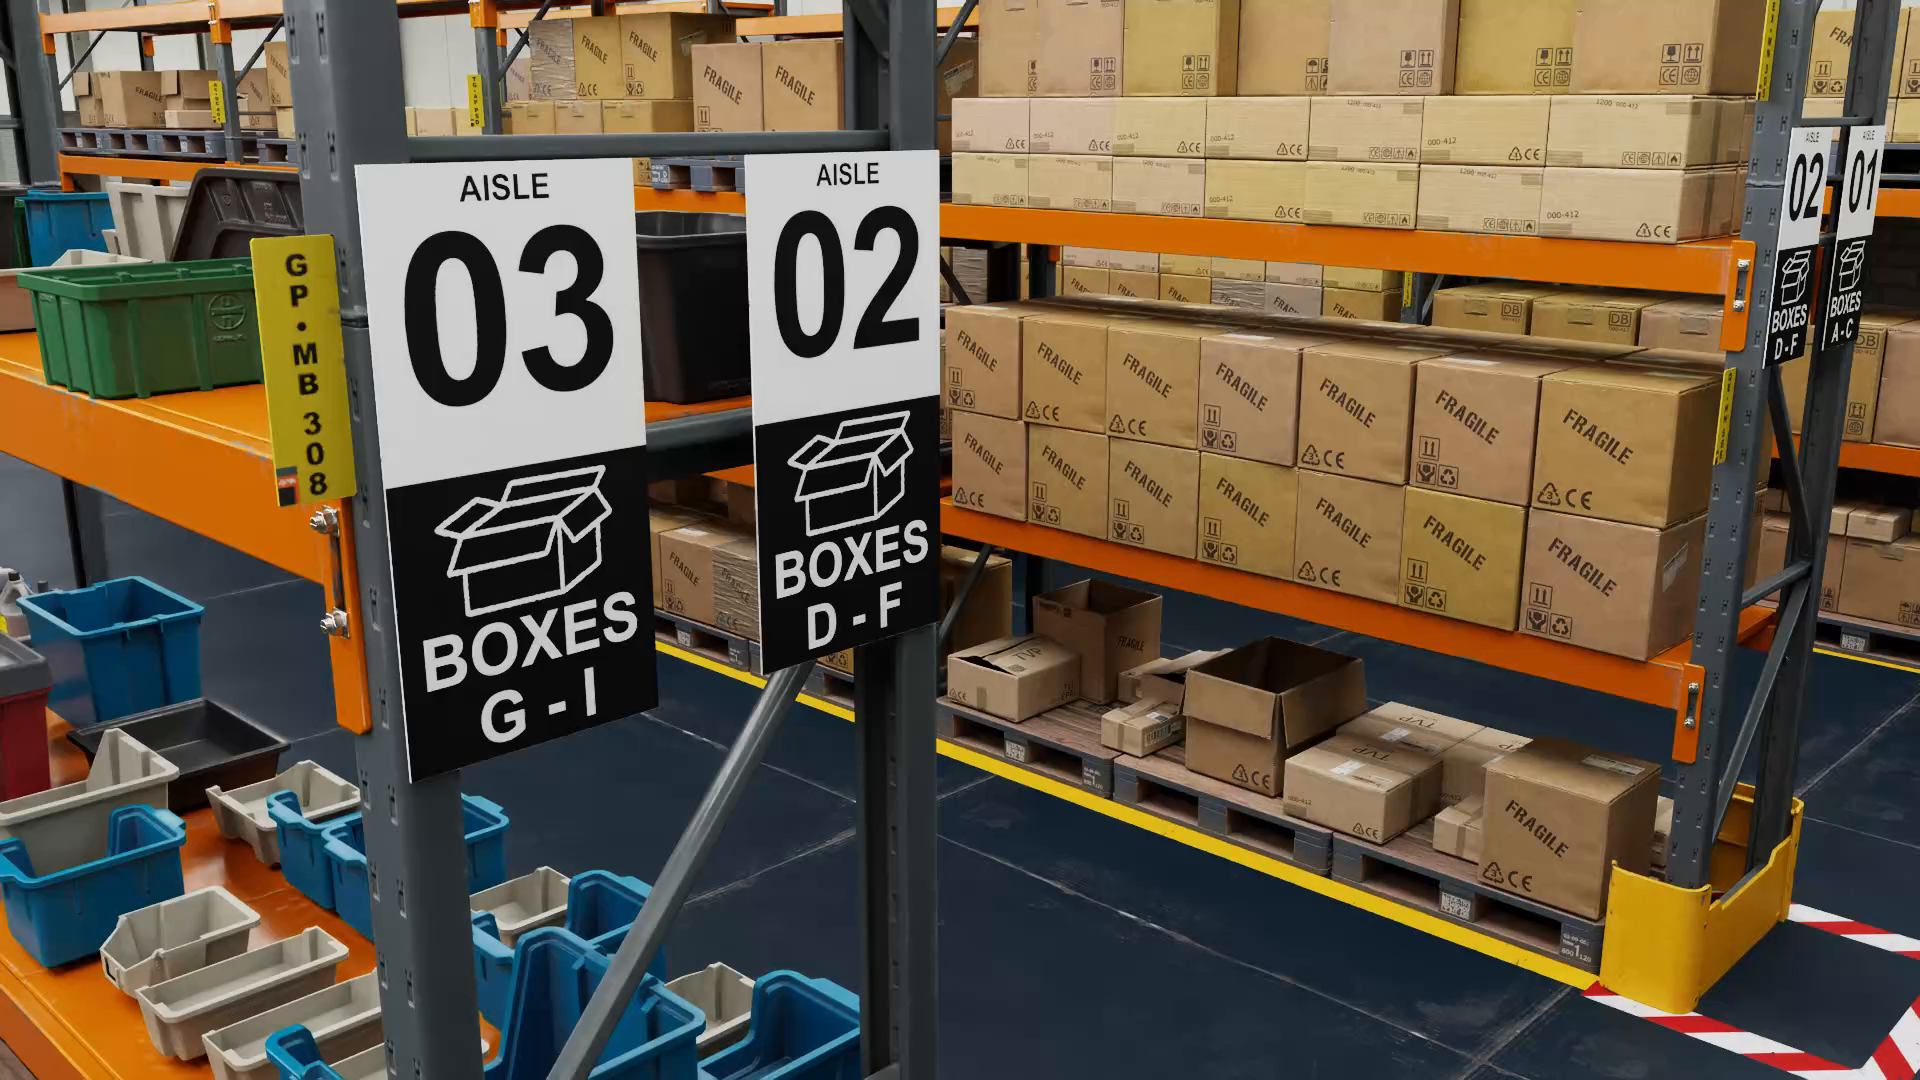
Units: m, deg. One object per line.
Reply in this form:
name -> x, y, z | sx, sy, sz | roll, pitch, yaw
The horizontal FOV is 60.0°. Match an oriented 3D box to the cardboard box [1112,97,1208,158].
cardboard box -> 1.023, -1.820, 7.324 | 0.500, 0.250, 0.500 | 14, 20, 42

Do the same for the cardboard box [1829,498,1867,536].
cardboard box -> 5.471, -0.151, 10.402 | 0.380, 0.149, 0.250 | -14, 20, -43

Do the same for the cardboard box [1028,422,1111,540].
cardboard box -> 0.681, -0.327, 8.038 | 0.500, 0.500, 0.500 | 14, 20, 43

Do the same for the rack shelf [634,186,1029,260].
rack shelf -> -1.308, -1.959, 9.980 | 4.000, 0.370, 1.077 | 14, 20, 42

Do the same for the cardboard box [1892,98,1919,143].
cardboard box -> 5.736, -2.416, 9.573 | 0.500, 0.250, 0.500 | -14, 20, -42

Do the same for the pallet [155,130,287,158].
pallet -> -6.259, -3.459, 14.486 | 1.213, 0.211, 1.003 | 14, 20, 42

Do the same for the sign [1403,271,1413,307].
sign -> 3.198, -1.827, 11.857 | 0.005, 0.325, 0.100 | 14, 20, 42

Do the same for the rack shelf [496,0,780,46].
rack shelf -> -3.631, -5.709, 18.429 | 4.000, 0.370, 1.077 | 14, 20, 42

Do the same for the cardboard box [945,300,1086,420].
cardboard box -> 0.276, -0.905, 8.273 | 0.500, 0.500, 0.500 | -14, 20, -43

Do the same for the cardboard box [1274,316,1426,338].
cardboard box -> 1.771, -0.731, 7.607 | 0.500, 0.500, 0.500 | 13, 20, 42

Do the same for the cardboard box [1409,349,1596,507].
cardboard box -> 2.136, -0.454, 6.545 | 0.500, 0.500, 0.500 | -14, 20, -43

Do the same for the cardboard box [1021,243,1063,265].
cardboard box -> 0.857, -2.539, 14.413 | 0.500, 0.250, 0.500 | -14, 20, -43

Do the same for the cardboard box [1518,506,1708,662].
cardboard box -> 2.500, 0.117, 6.336 | 0.500, 0.500, 0.500 | -14, 20, -42

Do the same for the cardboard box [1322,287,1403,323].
cardboard box -> 3.061, -1.643, 12.459 | 0.500, 0.500, 0.500 | 13, 20, 41

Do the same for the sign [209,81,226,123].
sign -> -6.011, -3.545, 13.457 | 0.005, 0.325, 0.100 | 14, 20, 42

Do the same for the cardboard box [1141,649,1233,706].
cardboard box -> 1.279, 0.762, 8.519 | 0.500, 0.311, 0.500 | 14, 20, 42

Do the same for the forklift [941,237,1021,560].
forklift -> -0.163, -1.267, 11.980 | 1.130, 2.935, 3.031 | 4, 15, 15

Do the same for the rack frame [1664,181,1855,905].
rack frame -> 3.012, 0.194, 6.238 | 0.127, 3.000, 1.000 | 14, 20, 42

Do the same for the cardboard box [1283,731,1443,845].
cardboard box -> 1.786, 1.090, 7.381 | 0.500, 0.250, 0.500 | 14, 20, 42

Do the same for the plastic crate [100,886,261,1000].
plastic crate -> -1.784, 0.935, 3.797 | 0.250, 0.136, 0.298 | 14, 20, 42

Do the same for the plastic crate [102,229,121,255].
plastic crate -> -2.129, -0.778, 4.542 | 0.466, 0.136, 0.293 | 14, 20, 42

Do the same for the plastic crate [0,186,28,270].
plastic crate -> -2.605, -0.729, 4.089 | 0.590, 0.269, 0.497 | 14, 20, 42

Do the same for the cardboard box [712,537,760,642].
cardboard box -> -1.133, 0.281, 9.991 | 0.500, 0.500, 0.500 | 14, 20, 43

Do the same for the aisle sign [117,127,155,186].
aisle sign -> -8.350, -3.929, 16.905 | 0.004, 0.787, 0.394 | 14, 20, 42

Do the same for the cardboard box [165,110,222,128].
cardboard box -> -6.685, -3.668, 14.500 | 0.250, 0.149, 0.380 | 14, 20, 42

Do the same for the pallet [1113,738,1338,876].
pallet -> 1.508, 1.178, 7.994 | 1.213, 0.211, 1.003 | 14, 20, 42

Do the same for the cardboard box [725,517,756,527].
cardboard box -> -1.157, 0.093, 10.710 | 0.500, 0.500, 0.500 | 13, 19, 40

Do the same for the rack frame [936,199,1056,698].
rack frame -> 0.132, -0.506, 8.924 | 0.127, 3.000, 1.000 | 14, 20, 42

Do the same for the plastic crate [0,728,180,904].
plastic crate -> -2.337, 0.722, 4.330 | 0.530, 0.282, 0.437 | 14, 20, 42

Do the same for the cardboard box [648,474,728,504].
cardboard box -> -1.868, -0.442, 11.277 | 0.500, 0.250, 0.500 | -14, 20, -42

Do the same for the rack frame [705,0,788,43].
rack frame -> -2.191, -5.709, 16.995 | 0.127, 3.000, 1.000 | 14, 20, 42

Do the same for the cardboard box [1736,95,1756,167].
cardboard box -> 2.822, -1.564, 6.342 | 0.500, 0.250, 0.500 | 14, 20, 42

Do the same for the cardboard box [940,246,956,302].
cardboard box -> -0.078, -2.540, 15.661 | 0.500, 0.500, 0.700 | 11, 18, 37

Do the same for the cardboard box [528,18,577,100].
cardboard box -> -2.438, -3.112, 10.797 | 0.500, 0.500, 0.500 | 14, 20, 42

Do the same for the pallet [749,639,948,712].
pallet -> -0.480, 0.708, 9.796 | 1.213, 0.211, 1.003 | 14, 20, 42

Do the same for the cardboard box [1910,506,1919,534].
cardboard box -> 6.103, -0.132, 10.327 | 0.250, 0.149, 0.380 | 14, 20, 43

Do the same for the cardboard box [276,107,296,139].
cardboard box -> -5.190, -3.379, 13.465 | 0.500, 0.250, 0.500 | -12, 19, -38

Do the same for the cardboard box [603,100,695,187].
cardboard box -> -1.668, -2.455, 10.259 | 0.500, 0.500, 0.910 | 14, 20, 42

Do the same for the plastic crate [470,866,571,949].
plastic crate -> -1.040, 0.898, 3.939 | 0.298, 0.136, 0.250 | 14, 20, 42

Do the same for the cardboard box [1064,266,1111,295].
cardboard box -> 1.231, -2.083, 14.149 | 0.500, 0.500, 0.500 | -14, 20, -42

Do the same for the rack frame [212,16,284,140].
rack frame -> -5.627, -4.809, 13.541 | 0.127, 3.000, 1.000 | 14, 20, 42

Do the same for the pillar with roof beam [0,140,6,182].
pillar with roof beam -> -24.232, -9.862, 32.935 | 0.400, 9.000, 9.100 | 14, 20, 42

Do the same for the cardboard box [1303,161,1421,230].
cardboard box -> 1.737, -1.401, 6.710 | 0.500, 0.250, 0.500 | 14, 20, 42

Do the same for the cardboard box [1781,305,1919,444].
cardboard box -> 5.542, -1.063, 10.470 | 0.700, 0.700, 0.980 | 13, 20, 42

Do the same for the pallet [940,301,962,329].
pallet -> 0.101, -2.118, 15.493 | 1.003, 0.211, 1.213 | 14, 20, 42

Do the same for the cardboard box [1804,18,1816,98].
cardboard box -> 4.997, -2.957, 10.161 | 0.500, 0.500, 0.500 | 13, 19, 40

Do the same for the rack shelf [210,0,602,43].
rack shelf -> -4.187, -3.917, 12.339 | 4.000, 0.370, 1.077 | 14, 20, 42

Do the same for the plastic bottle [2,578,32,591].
plastic bottle -> -3.538, 0.256, 6.256 | 0.097, 0.271, 0.097 | 0, 15, 0

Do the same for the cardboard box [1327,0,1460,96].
cardboard box -> 1.895, -2.047, 6.710 | 0.500, 0.500, 0.700 | 14, 20, 42
